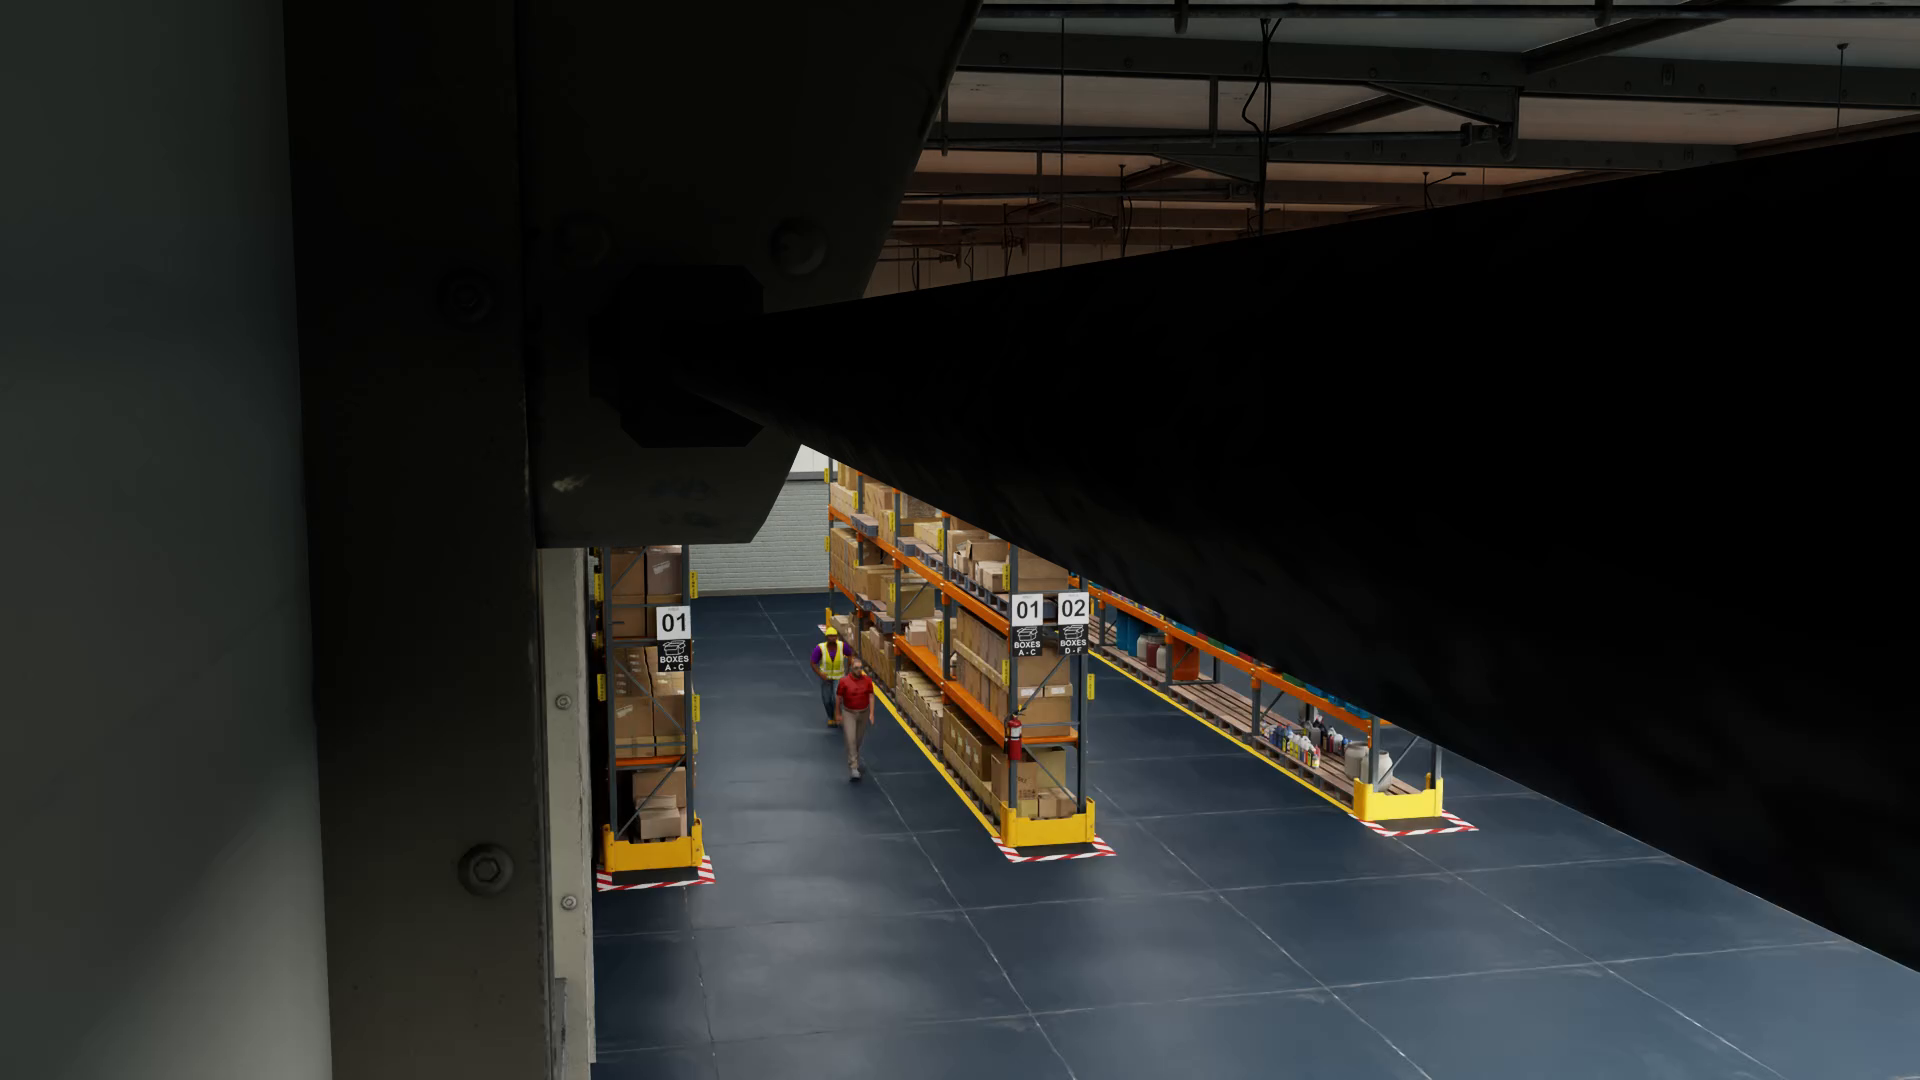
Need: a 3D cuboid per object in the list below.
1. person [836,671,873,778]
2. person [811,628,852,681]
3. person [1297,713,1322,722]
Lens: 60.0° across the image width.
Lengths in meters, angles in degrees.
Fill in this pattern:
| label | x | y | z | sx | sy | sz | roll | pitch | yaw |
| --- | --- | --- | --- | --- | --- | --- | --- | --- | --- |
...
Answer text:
| label | x | y | z | sx | sy | sz | roll | pitch | yaw |
| --- | --- | --- | --- | --- | --- | --- | --- | --- | --- |
| person | -1.508 | 2.678 | 24.416 | 0.574 | 1.483 | 0.992 | -4 | 8 | -29 |
| person | -2.116 | 1.862 | 27.306 | 0.670 | 0.879 | 0.454 | 0 | 7 | -3 |
| person | 5.782 | 2.222 | 27.725 | 0.501 | 1.669 | 0.526 | 0 | 7 | -3 |
